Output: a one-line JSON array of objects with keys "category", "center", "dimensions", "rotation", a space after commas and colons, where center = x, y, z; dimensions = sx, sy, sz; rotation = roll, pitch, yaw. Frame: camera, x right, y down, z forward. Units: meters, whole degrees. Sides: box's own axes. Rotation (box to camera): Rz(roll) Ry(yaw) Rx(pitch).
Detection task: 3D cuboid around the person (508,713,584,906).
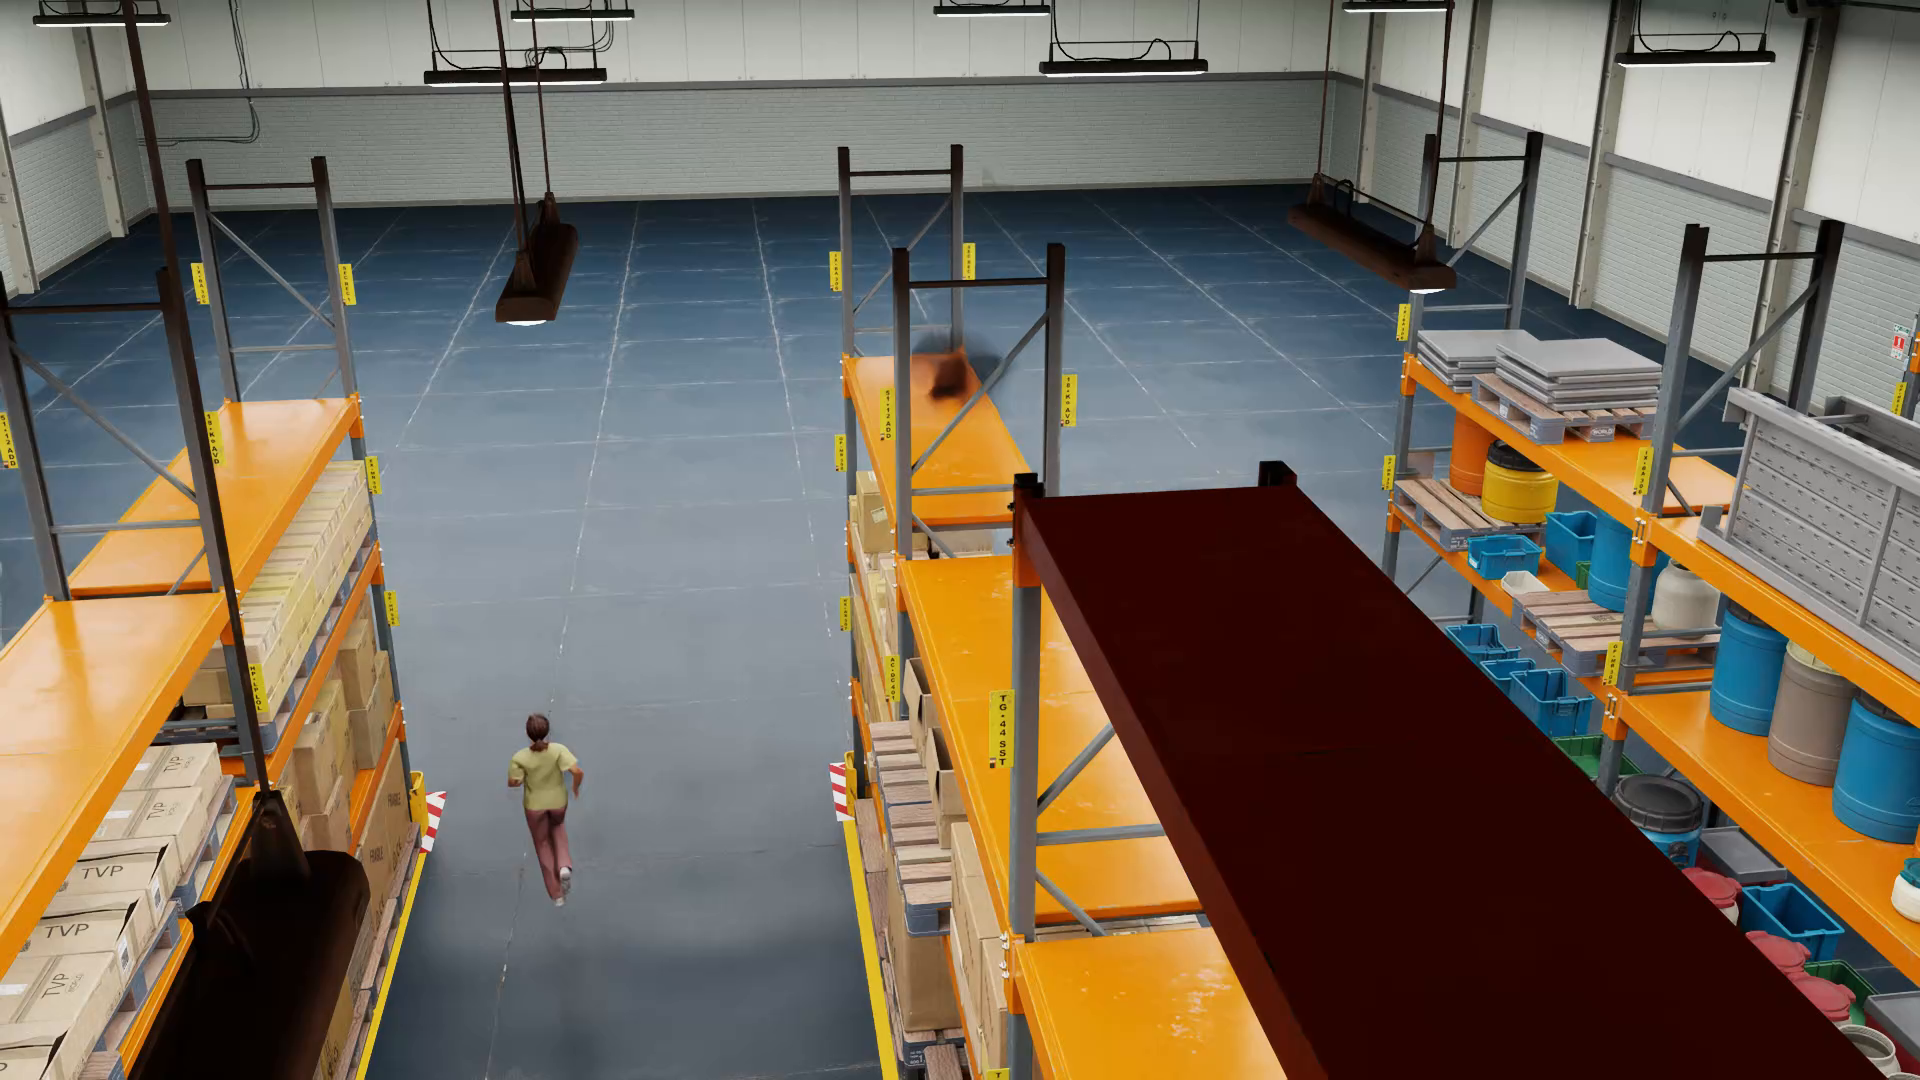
[{"category": "person", "center": [-3.311, 2.103, 13.316], "dimensions": [0.566, 1.651, 0.549], "rotation": [-9, 23, -21]}]
